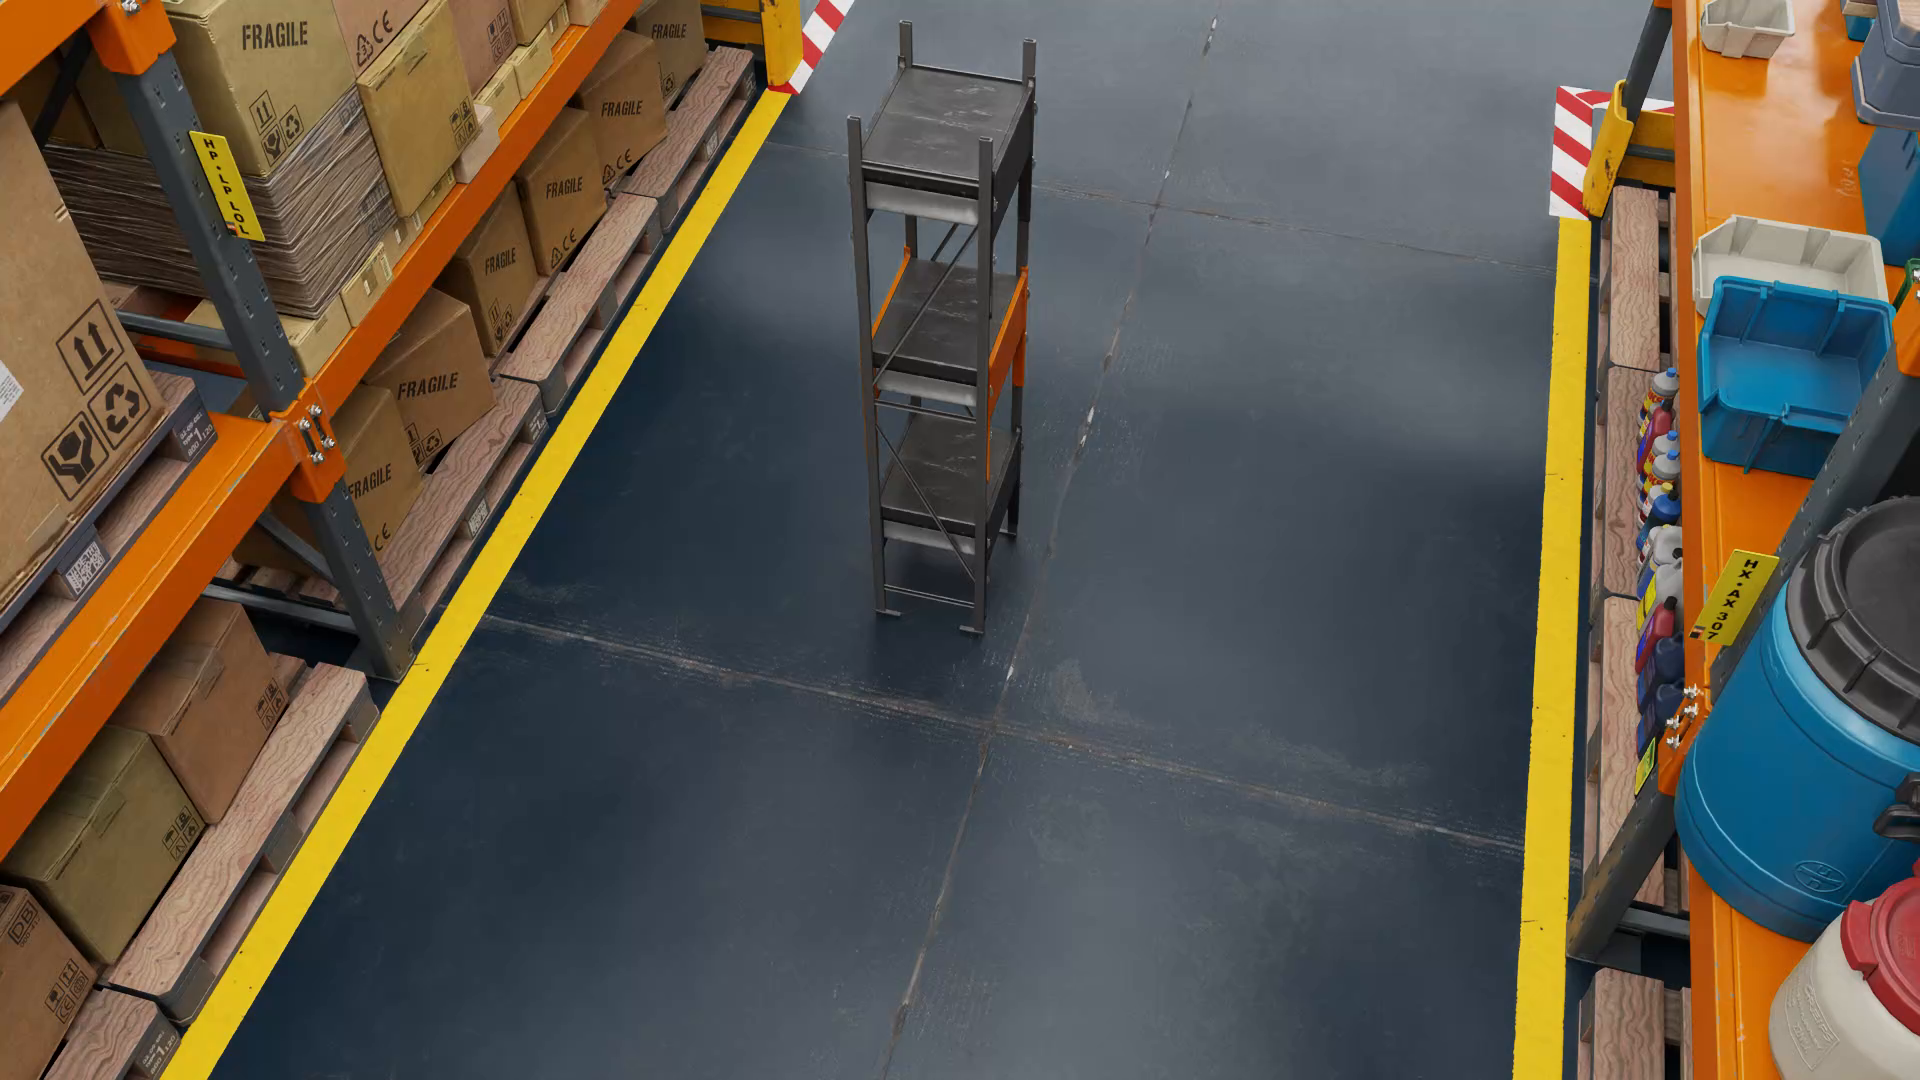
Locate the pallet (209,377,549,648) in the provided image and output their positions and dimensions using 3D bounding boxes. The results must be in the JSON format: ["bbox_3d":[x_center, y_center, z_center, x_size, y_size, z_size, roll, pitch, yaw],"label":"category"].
[{"bbox_3d":[-2.276,-0.200,6.286,1.003,0.211,1.213,12,50,10],"label":"pallet"}]

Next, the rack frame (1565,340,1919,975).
[{"bbox_3d":[2.360,0.348,3.943,1.000,3.000,0.127,12,50,10],"label":"rack frame"}]

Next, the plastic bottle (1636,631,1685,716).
[{"bbox_3d":[2.301,0.417,5.355,0.144,0.351,0.185,9,49,8],"label":"plastic bottle"}]

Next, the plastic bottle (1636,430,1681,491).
[{"bbox_3d":[2.544,-0.291,6.032,0.097,0.271,0.097,0,49,0],"label":"plastic bottle"}]

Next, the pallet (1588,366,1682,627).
[{"bbox_3d":[2.896,-0.093,6.191,1.003,0.211,1.213,12,50,10],"label":"pallet"}]

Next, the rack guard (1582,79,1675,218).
[{"bbox_3d":[3.438,-1.654,7.377,1.175,0.500,0.348,12,50,10],"label":"rack guard"}]

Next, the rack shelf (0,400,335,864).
[{"bbox_3d":[-2.945,1.055,3.798,1.077,0.370,4.000,12,50,10],"label":"rack shelf"}]

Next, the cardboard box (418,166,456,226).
[{"bbox_3d":[-1.898,-1.190,5.467,0.380,0.149,0.250,12,50,10],"label":"cardboard box"}]

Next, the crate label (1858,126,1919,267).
[{"bbox_3d":[3.189,-1.173,5.261,0.502,0.435,0.616,12,50,10],"label":"crate label"}]

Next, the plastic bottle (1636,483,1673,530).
[{"bbox_3d":[2.492,-0.123,5.931,0.097,0.201,0.097,0,49,0],"label":"plastic bottle"}]

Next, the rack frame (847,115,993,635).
[{"bbox_3d":[-0.108,-0.399,5.201,0.400,2.100,0.015,12,50,10],"label":"rack frame"}]

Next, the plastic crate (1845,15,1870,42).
[{"bbox_3d":[3.569,-2.075,6.180,0.499,0.251,0.616,12,50,10],"label":"plastic crate"}]

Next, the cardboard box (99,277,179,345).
[{"bbox_3d":[-2.646,-0.760,5.088,0.380,0.149,0.250,12,50,10],"label":"cardboard box"}]

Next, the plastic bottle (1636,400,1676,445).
[{"bbox_3d":[2.607,-0.441,6.211,0.097,0.201,0.097,0,49,0],"label":"plastic bottle"}]

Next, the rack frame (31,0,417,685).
[{"bbox_3d":[-2.419,-0.630,4.805,1.000,3.000,0.127,12,50,10],"label":"rack frame"}]

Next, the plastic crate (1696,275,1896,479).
[{"bbox_3d":[2.389,-0.457,4.752,0.499,0.251,0.616,12,50,10],"label":"plastic crate"}]

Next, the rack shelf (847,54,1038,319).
[{"bbox_3d":[-0.044,-1.029,4.842,0.431,0.518,0.480,12,50,10],"label":"rack shelf"}]

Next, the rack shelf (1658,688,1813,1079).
[{"bbox_3d":[1.833,2.032,2.936,1.077,0.370,4.000,12,50,10],"label":"rack shelf"}]

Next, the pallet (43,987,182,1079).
[{"bbox_3d":[-2.941,1.742,4.572,1.003,0.211,1.213,12,50,10],"label":"pallet"}]

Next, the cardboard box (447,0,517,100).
[{"bbox_3d":[-2.041,-1.811,5.583,0.875,0.500,0.500,12,50,10],"label":"cardboard box"}]

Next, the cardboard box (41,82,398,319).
[{"bbox_3d":[-2.241,-1.075,4.933,0.875,0.500,0.500,12,50,10],"label":"cardboard box"}]

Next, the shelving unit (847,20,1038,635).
[{"bbox_3d":[-0.044,-0.575,5.357,0.431,2.100,0.503,12,50,10],"label":"shelving unit"}]

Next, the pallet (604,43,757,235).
[{"bbox_3d":[-1.634,-1.965,7.843,1.003,0.211,1.213,12,50,10],"label":"pallet"}]

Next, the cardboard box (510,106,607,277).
[{"bbox_3d":[-1.854,-1.498,6.959,0.500,0.500,0.500,16,50,14],"label":"cardboard box"}]

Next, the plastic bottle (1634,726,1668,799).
[{"bbox_3d":[2.168,0.688,5.161,0.061,0.283,0.133,14,50,12],"label":"plastic bottle"}]

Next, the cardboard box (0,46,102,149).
[{"bbox_3d":[-2.566,-1.472,4.617,0.500,0.500,0.500,12,50,10],"label":"cardboard box"}]

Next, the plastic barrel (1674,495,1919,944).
[{"bbox_3d":[1.966,0.401,3.561,0.600,0.901,0.708,12,50,10],"label":"plastic barrel"}]

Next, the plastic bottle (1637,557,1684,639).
[{"bbox_3d":[2.386,0.183,5.561,0.144,0.351,0.185,11,50,10],"label":"plastic bottle"}]

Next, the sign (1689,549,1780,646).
[{"bbox_3d":[1.832,0.139,3.942,0.100,0.325,0.005,12,50,10],"label":"sign"}]

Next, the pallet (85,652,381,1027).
[{"bbox_3d":[-2.622,0.856,5.353,1.003,0.211,1.213,12,50,10],"label":"pallet"}]

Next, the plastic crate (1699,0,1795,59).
[{"bbox_3d":[2.866,-1.875,6.080,0.298,0.136,0.250,12,50,10],"label":"plastic crate"}]

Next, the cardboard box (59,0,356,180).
[{"bbox_3d":[-2.055,-1.368,4.524,0.500,0.500,0.500,12,50,10],"label":"cardboard box"}]

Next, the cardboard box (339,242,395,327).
[{"bbox_3d":[-1.994,-0.821,5.142,0.380,0.149,0.250,12,50,10],"label":"cardboard box"}]

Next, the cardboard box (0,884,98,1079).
[{"bbox_3d":[-2.892,1.238,4.531,0.700,0.500,0.500,8,49,7],"label":"cardboard box"}]

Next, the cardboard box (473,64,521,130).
[{"bbox_3d":[-1.767,-1.552,5.787,0.380,0.149,0.250,12,50,10],"label":"cardboard box"}]

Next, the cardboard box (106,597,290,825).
[{"bbox_3d":[-2.601,0.492,5.189,0.700,0.500,0.500,8,49,7],"label":"cardboard box"}]

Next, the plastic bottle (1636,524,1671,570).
[{"bbox_3d":[2.438,0.025,5.800,0.097,0.201,0.097,0,49,0],"label":"plastic bottle"}]

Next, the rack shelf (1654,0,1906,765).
[{"bbox_3d":[2.886,-0.861,5.489,1.077,0.370,4.000,12,50,10],"label":"rack shelf"}]

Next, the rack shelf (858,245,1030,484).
[{"bbox_3d":[-0.044,-0.566,5.367,0.431,0.518,0.480,12,50,10],"label":"rack shelf"}]

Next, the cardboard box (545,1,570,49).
[{"bbox_3d":[-1.668,-1.920,6.112,0.380,0.149,0.250,12,50,10],"label":"cardboard box"}]

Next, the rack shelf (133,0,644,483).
[{"bbox_3d":[-1.892,-1.838,6.352,1.077,0.370,4.000,12,50,10],"label":"rack shelf"}]

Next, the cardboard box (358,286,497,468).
[{"bbox_3d":[-2.132,-0.639,6.200,0.500,0.500,0.500,27,54,22],"label":"cardboard box"}]

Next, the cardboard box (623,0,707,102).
[{"bbox_3d":[-1.547,-2.387,7.743,0.500,0.500,0.500,20,52,17],"label":"cardboard box"}]
